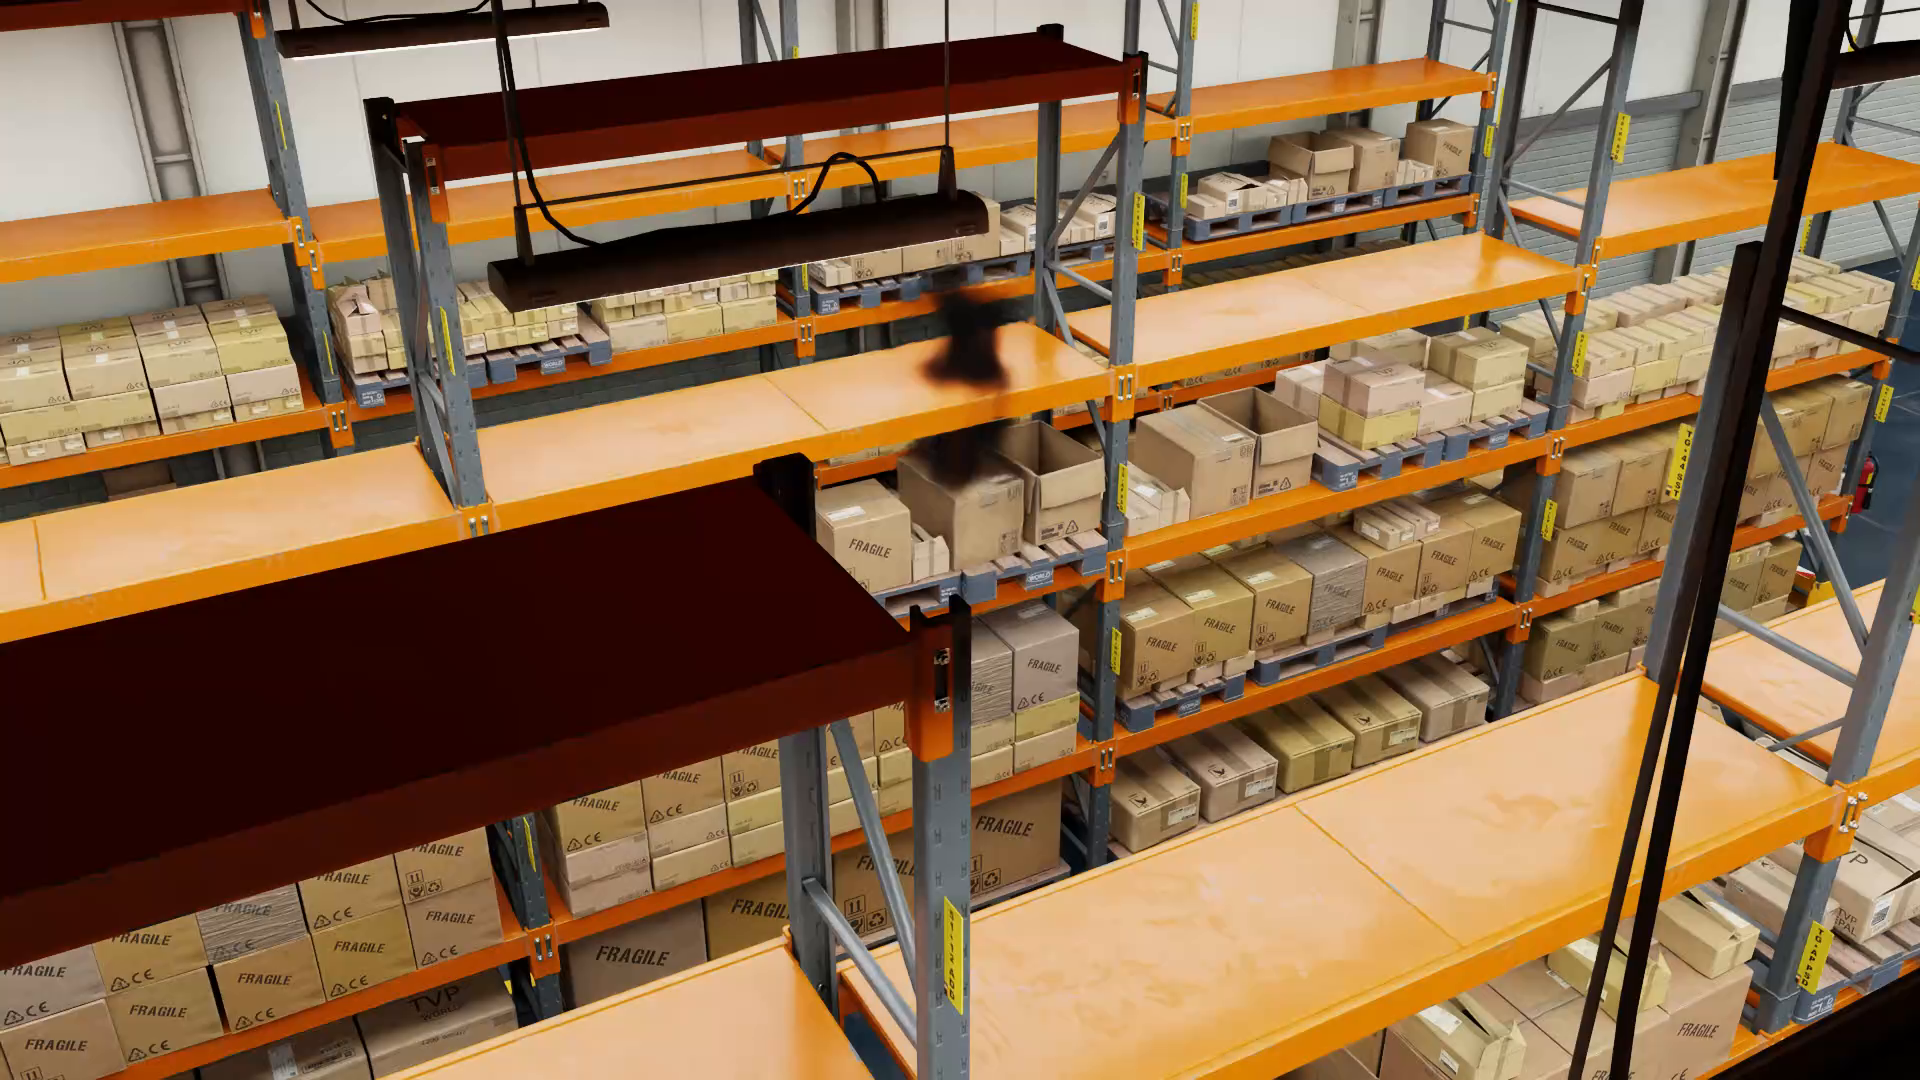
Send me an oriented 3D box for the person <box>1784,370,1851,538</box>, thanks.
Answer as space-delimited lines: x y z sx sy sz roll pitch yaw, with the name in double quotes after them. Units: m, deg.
8.673 -0.864 16.782 0.562 1.738 0.741 -11 30 -20 "person"
